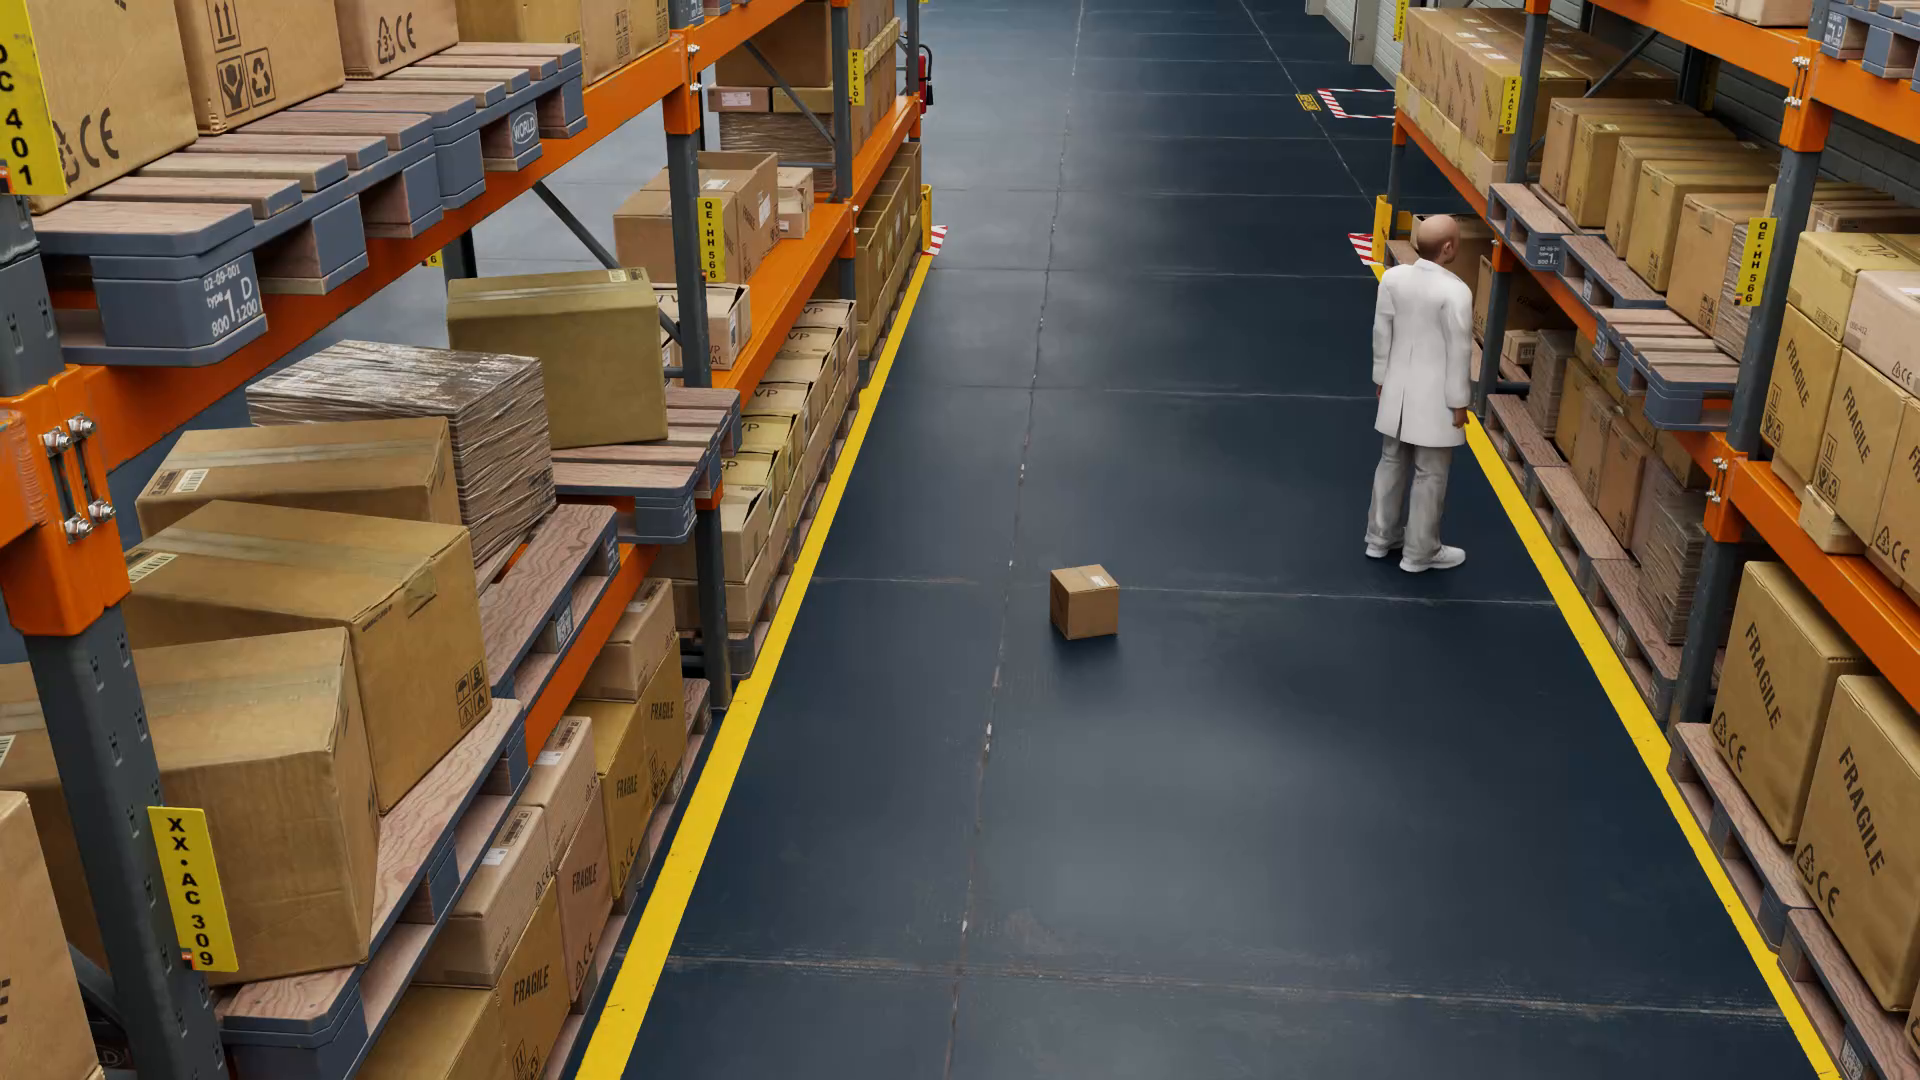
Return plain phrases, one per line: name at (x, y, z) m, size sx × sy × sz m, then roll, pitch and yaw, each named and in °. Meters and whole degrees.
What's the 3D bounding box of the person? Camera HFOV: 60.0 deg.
person at (2.311, -0.733, 8.243) m, size 0.376 × 1.783 × 0.565 m, roll -17°, pitch 29°, yaw -32°
